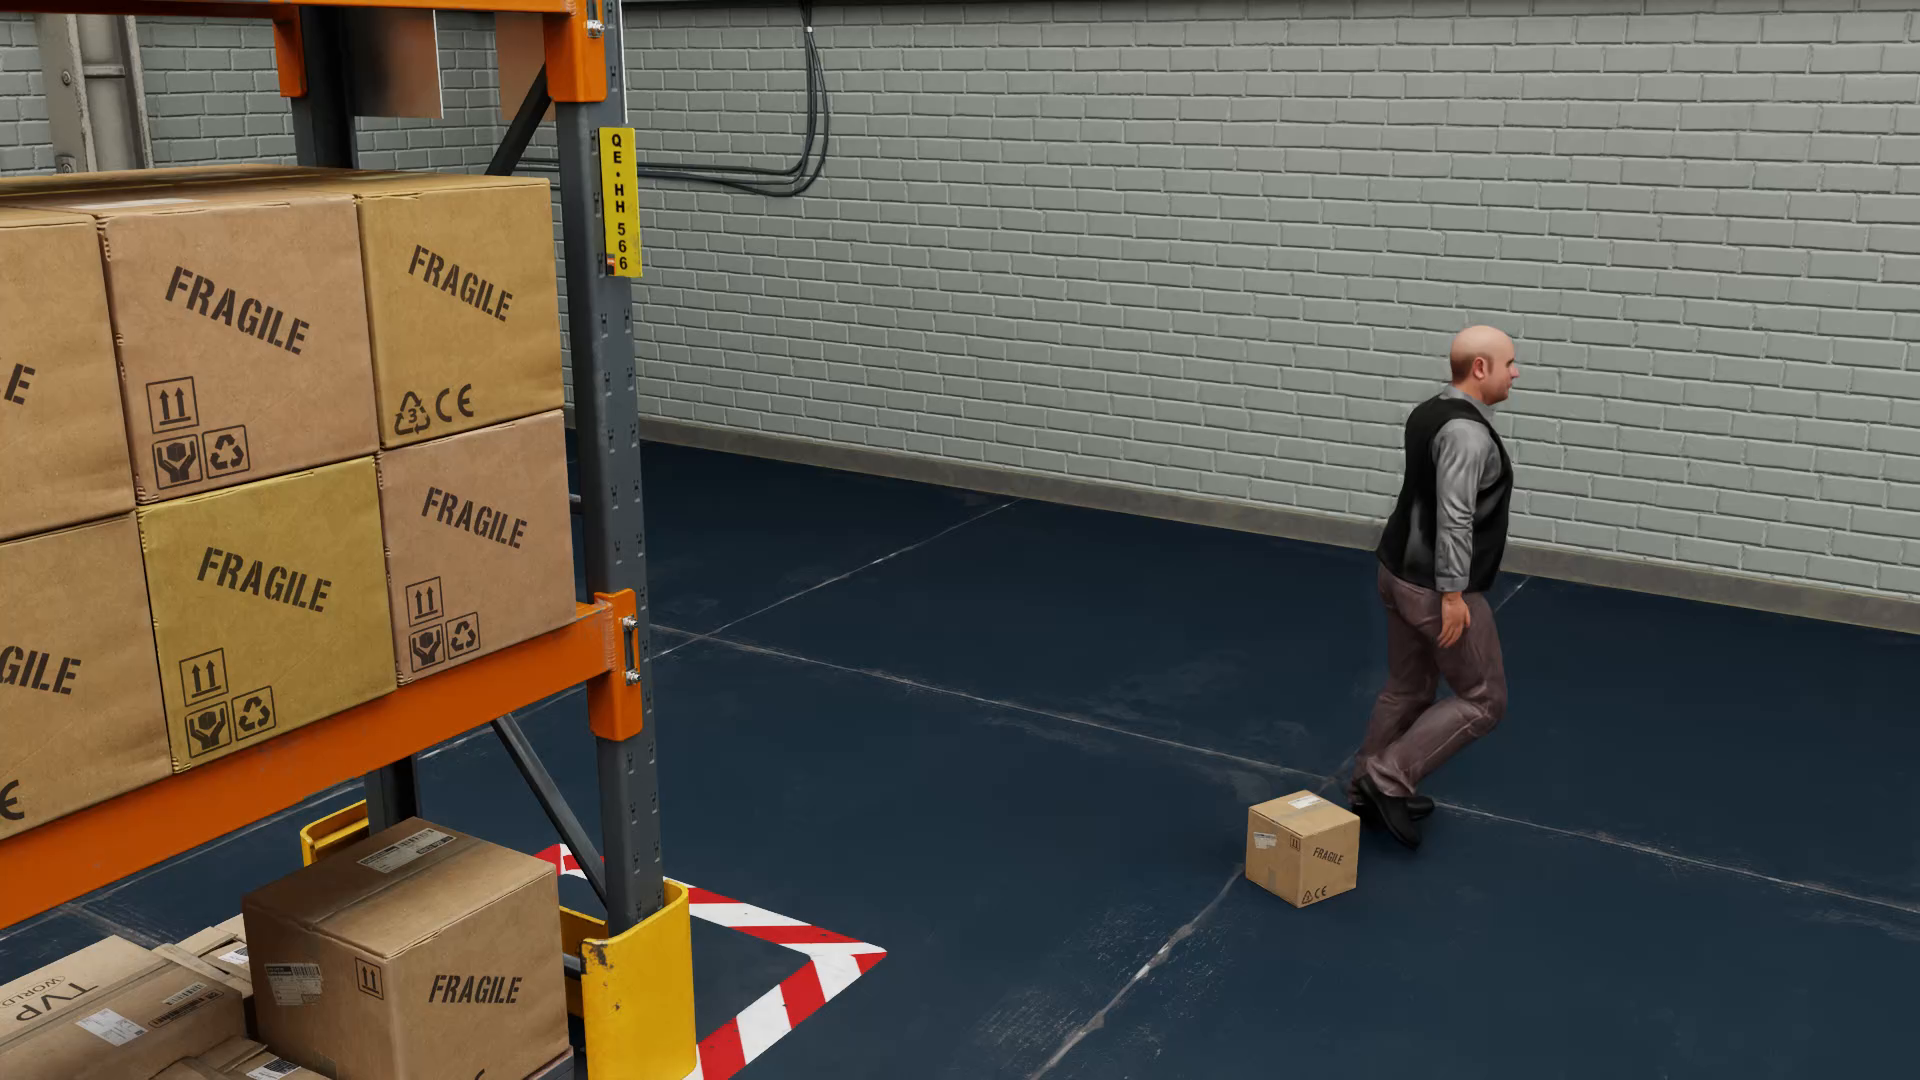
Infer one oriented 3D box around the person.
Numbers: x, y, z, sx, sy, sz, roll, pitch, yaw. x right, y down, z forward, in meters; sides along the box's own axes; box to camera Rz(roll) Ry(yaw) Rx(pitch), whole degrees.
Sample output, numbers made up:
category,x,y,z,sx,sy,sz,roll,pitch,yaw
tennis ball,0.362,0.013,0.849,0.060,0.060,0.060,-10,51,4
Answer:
category,x,y,z,sx,sy,sz,roll,pitch,yaw
person,1.544,0.158,5.457,0.466,1.719,0.573,-1,16,-2
